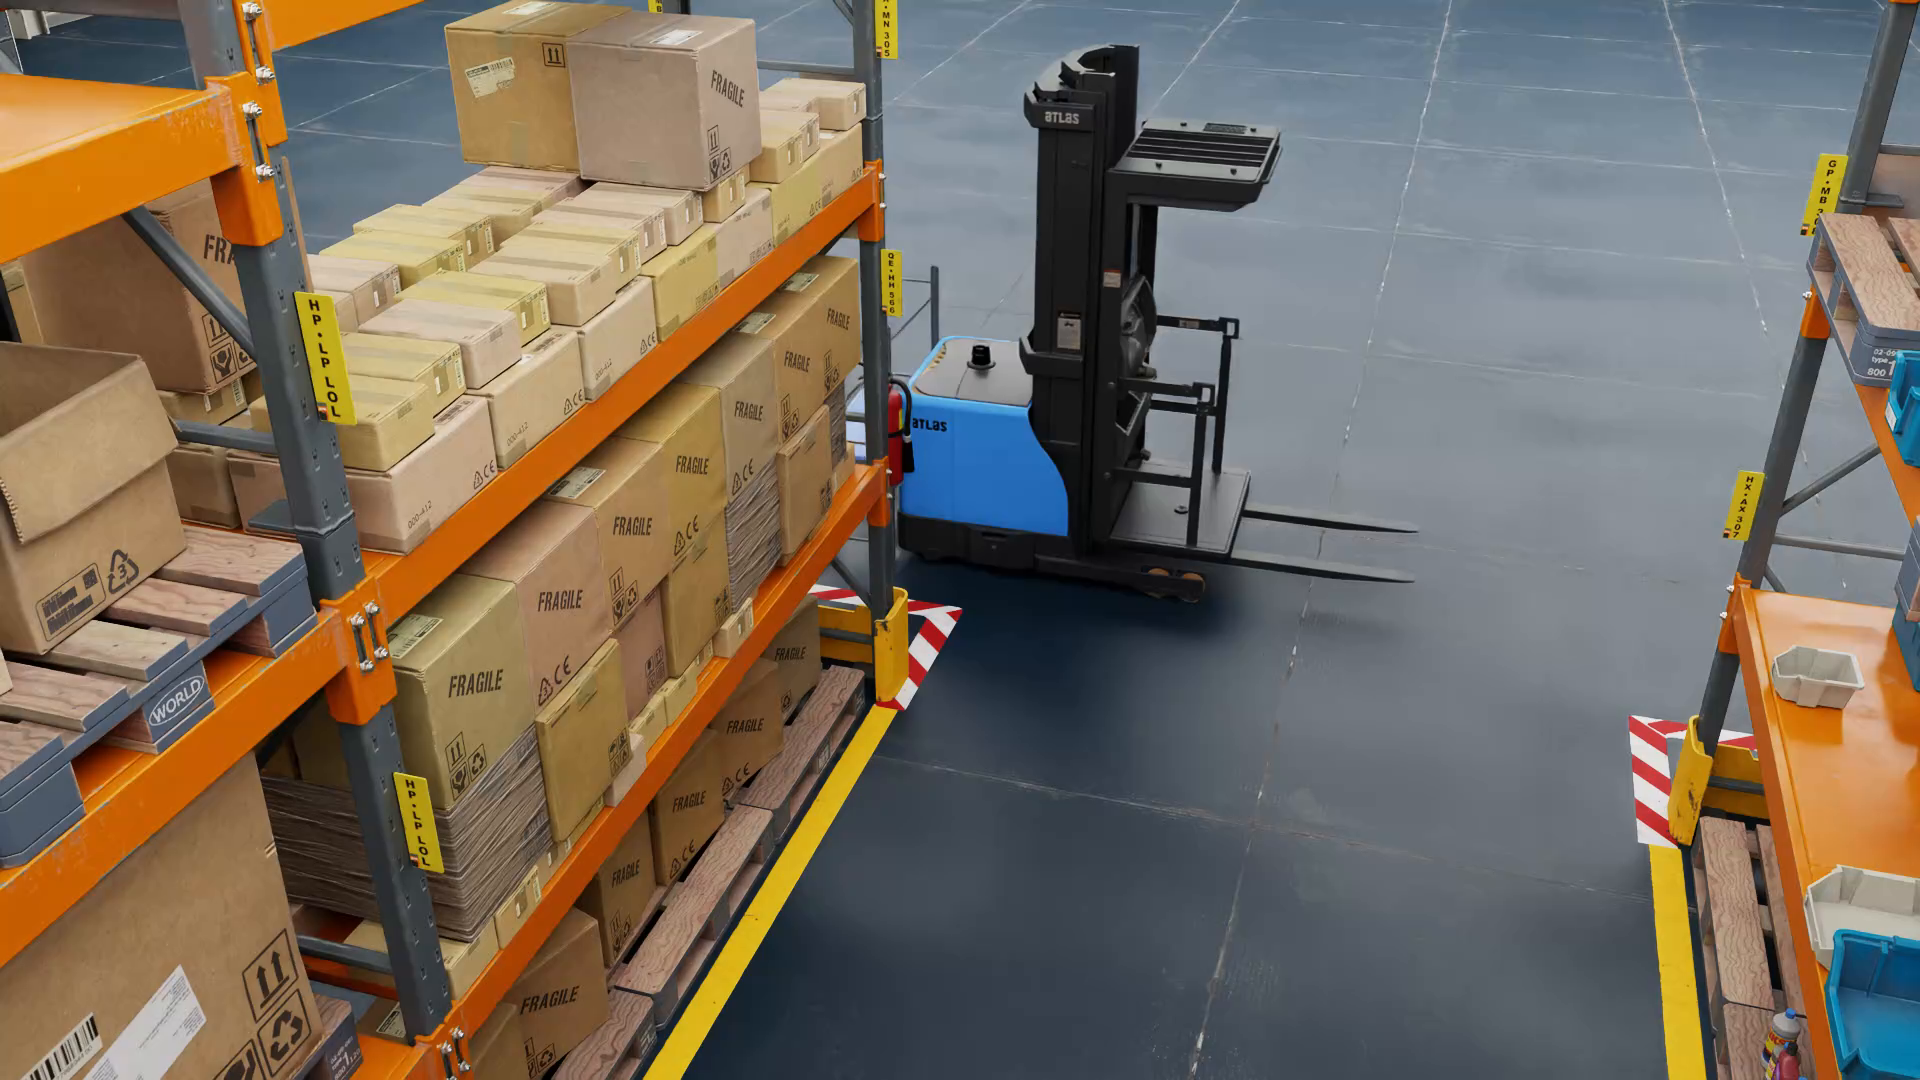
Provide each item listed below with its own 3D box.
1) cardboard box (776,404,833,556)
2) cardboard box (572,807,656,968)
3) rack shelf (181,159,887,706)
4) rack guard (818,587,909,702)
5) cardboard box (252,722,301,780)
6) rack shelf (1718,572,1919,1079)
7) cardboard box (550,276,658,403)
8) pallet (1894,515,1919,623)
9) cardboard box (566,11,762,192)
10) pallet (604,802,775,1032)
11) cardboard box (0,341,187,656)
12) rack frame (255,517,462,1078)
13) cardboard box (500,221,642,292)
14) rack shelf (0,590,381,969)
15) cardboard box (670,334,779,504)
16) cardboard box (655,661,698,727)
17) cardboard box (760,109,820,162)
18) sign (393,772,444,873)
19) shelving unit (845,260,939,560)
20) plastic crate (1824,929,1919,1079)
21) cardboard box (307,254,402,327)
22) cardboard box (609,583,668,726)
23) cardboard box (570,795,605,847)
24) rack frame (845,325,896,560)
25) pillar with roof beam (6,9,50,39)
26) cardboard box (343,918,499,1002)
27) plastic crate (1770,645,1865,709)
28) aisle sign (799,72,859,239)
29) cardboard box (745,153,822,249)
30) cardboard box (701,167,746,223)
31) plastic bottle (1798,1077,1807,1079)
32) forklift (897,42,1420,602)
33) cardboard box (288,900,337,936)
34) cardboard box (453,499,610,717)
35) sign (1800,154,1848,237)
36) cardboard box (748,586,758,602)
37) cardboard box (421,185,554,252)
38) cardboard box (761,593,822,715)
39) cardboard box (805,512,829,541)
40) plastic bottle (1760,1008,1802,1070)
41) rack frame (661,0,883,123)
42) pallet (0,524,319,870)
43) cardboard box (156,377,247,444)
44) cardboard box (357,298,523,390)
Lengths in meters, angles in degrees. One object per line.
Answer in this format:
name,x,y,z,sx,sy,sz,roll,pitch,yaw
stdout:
cardboard box,-1.065,-0.324,7.337,0.875,0.500,0.500,8,30,15
cardboard box,-1.595,1.370,6.842,0.500,0.500,0.500,6,30,10
rack shelf,-1.432,-0.718,6.110,1.077,0.370,4.000,8,30,15
rack guard,-0.867,0.477,8.879,1.175,0.500,0.348,8,30,15
cardboard box,-2.150,0.349,5.100,0.500,0.500,0.500,8,30,15
rack shelf,3.303,1.300,5.568,1.077,0.370,4.000,8,30,15
cardboard box,-1.336,-0.686,5.466,0.500,0.250,0.500,7,30,13
pallet,2.834,0.337,3.667,1.213,0.211,1.003,8,30,15
cardboard box,-1.058,-1.598,6.028,0.500,0.500,0.500,8,30,15
pallet,-1.499,1.540,7.264,1.003,0.211,1.213,8,30,15
cardboard box,-2.252,-0.127,3.770,0.797,0.503,0.637,7,30,12
rack frame,-2.019,1.208,4.993,1.000,3.000,0.127,8,30,15
cardboard box,-1.282,-0.930,5.495,0.380,0.149,0.250,8,30,14
rack shelf,-2.606,1.141,2.768,1.077,0.370,4.000,8,30,15
cardboard box,-1.061,-0.506,6.636,0.500,0.500,0.500,8,30,15
cardboard box,-1.241,0.562,6.413,0.380,0.149,0.250,8,30,15
cardboard box,-0.792,-1.650,6.789,0.380,0.149,0.250,7,30,13
sign,-1.487,0.779,4.572,0.100,0.325,0.005,8,30,15
shelving unit,-0.506,-0.809,10.162,0.538,1.500,1.048,7,30,13
plastic crate,2.781,1.427,4.753,0.499,0.251,0.616,8,30,15
cardboard box,-1.987,-0.776,5.218,0.380,0.149,0.250,8,30,13
cardboard box,-1.597,0.360,6.109,0.875,0.500,0.500,8,30,15
cardboard box,-1.471,0.909,5.790,0.380,0.149,0.250,8,30,15
rack frame,-0.635,-0.570,9.733,0.500,1.500,0.032,7,30,13
pillar with roof beam,-8.493,-10.161,19.258,9.100,9.000,0.400,8,30,15
cardboard box,-1.668,1.261,5.157,0.380,0.149,0.250,8,30,15
plastic crate,3.320,0.541,6.463,0.298,0.136,0.250,8,30,15
aisle sign,-0.540,-1.773,7.678,0.394,0.787,0.004,8,30,15
cardboard box,-0.887,-1.404,6.756,0.500,0.250,0.500,9,30,15
cardboard box,-1.017,-1.293,6.148,0.380,0.149,0.250,7,30,12
plastic bottle,2.959,2.013,5.900,0.097,0.271,0.097,0,29,0
forklift,1.198,-1.209,9.408,3.031,2.935,1.130,8,30,14
cardboard box,-2.237,1.176,5.309,0.380,0.149,0.250,8,30,15
cardboard box,-1.499,0.192,5.382,0.500,0.500,0.500,8,30,15
sign,3.365,-1.340,6.478,0.100,0.325,0.005,8,30,15
cardboard box,-1.083,0.204,7.056,0.380,0.149,0.250,8,30,15
cardboard box,-1.655,-1.130,5.854,0.380,0.149,0.250,7,30,13
cardboard box,-1.044,0.546,8.323,0.500,0.500,0.500,14,32,24
cardboard box,-0.829,-0.140,7.674,0.380,0.149,0.250,8,30,15
plastic bottle,3.060,1.854,6.186,0.097,0.271,0.097,0,29,0
rack frame,-0.845,-3.273,6.876,1.000,3.000,0.127,8,30,15
pallet,-2.302,0.251,3.821,1.213,0.211,1.003,8,30,15
cardboard box,-2.200,-0.404,4.549,0.380,0.149,0.250,9,30,16
cardboard box,-1.516,-0.576,4.858,0.380,0.149,0.250,9,30,15
